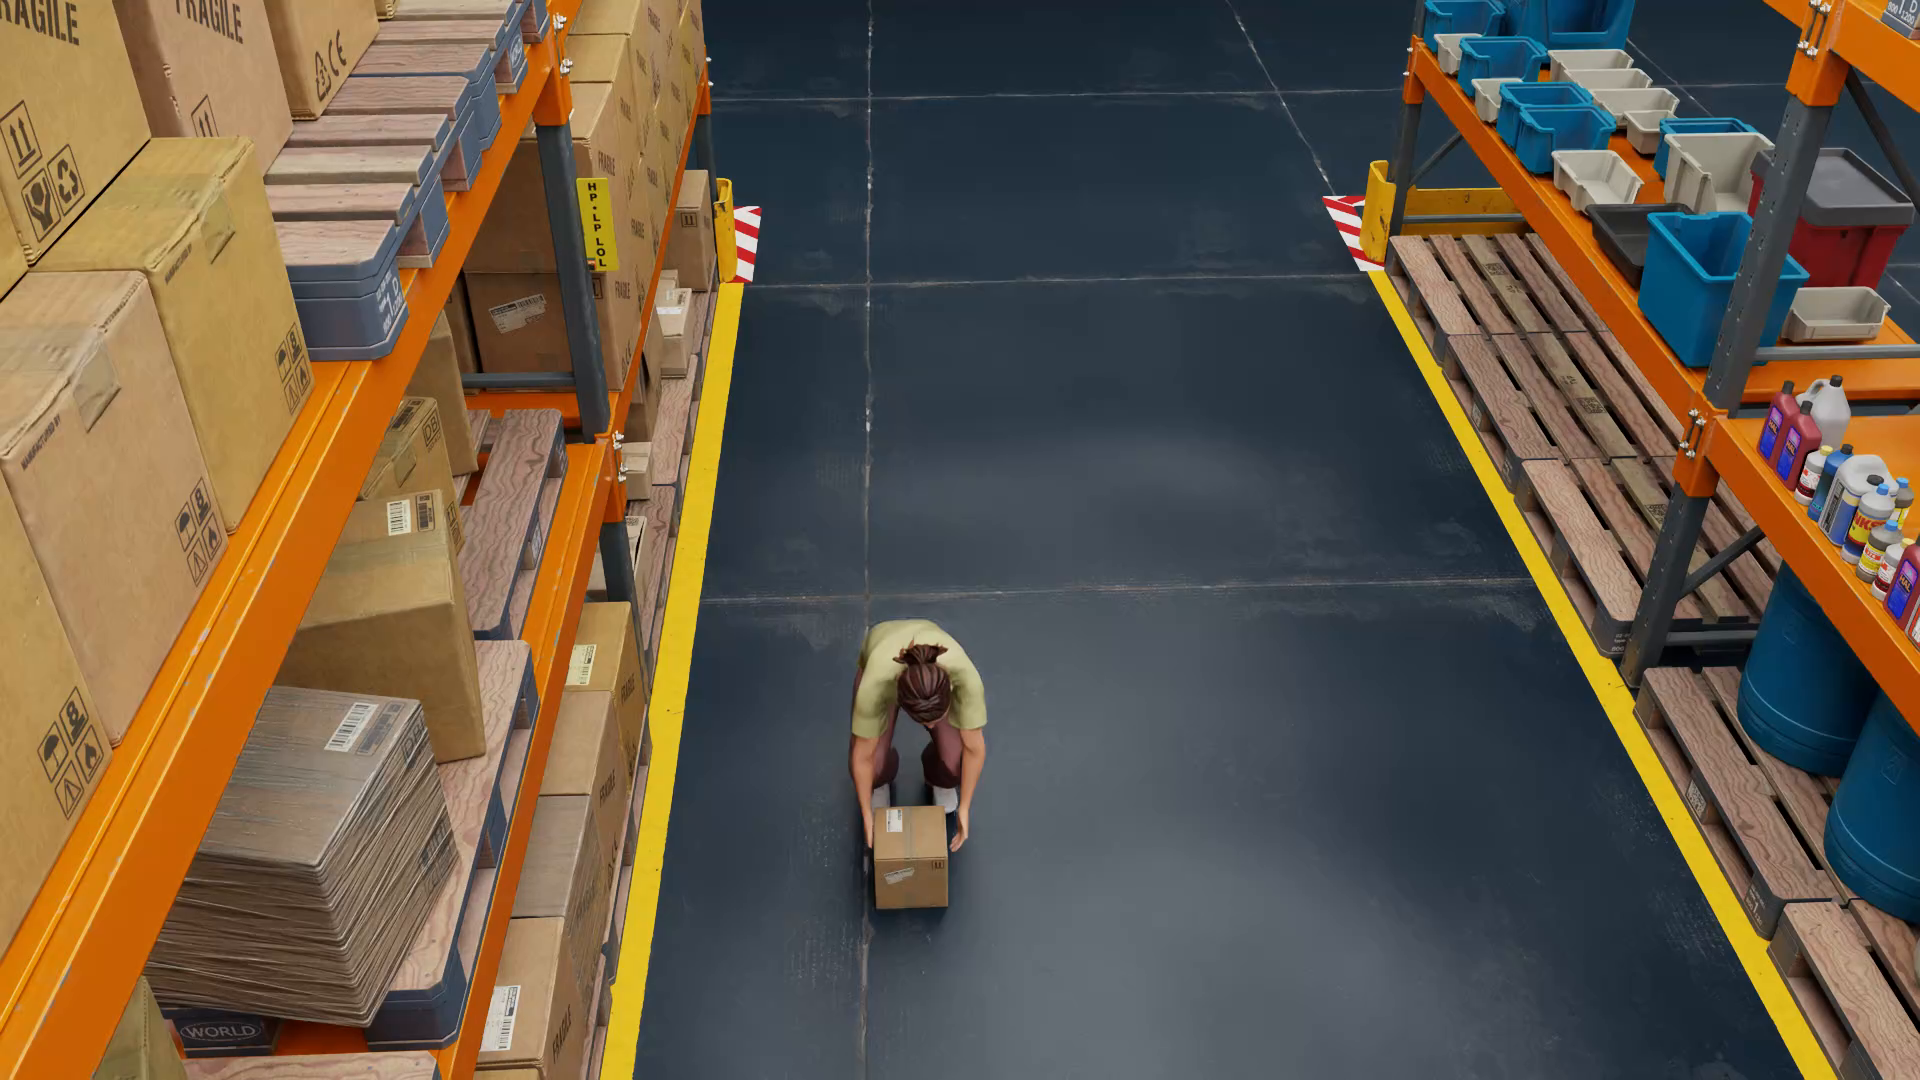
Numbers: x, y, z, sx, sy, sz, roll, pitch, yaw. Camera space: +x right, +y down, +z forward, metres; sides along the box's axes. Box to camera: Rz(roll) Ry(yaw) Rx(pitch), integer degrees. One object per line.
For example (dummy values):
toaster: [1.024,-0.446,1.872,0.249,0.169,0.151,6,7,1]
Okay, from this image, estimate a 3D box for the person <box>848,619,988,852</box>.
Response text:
person: [-0.154,0.629,5.908,0.490,0.929,0.794,-1,35,-2]
